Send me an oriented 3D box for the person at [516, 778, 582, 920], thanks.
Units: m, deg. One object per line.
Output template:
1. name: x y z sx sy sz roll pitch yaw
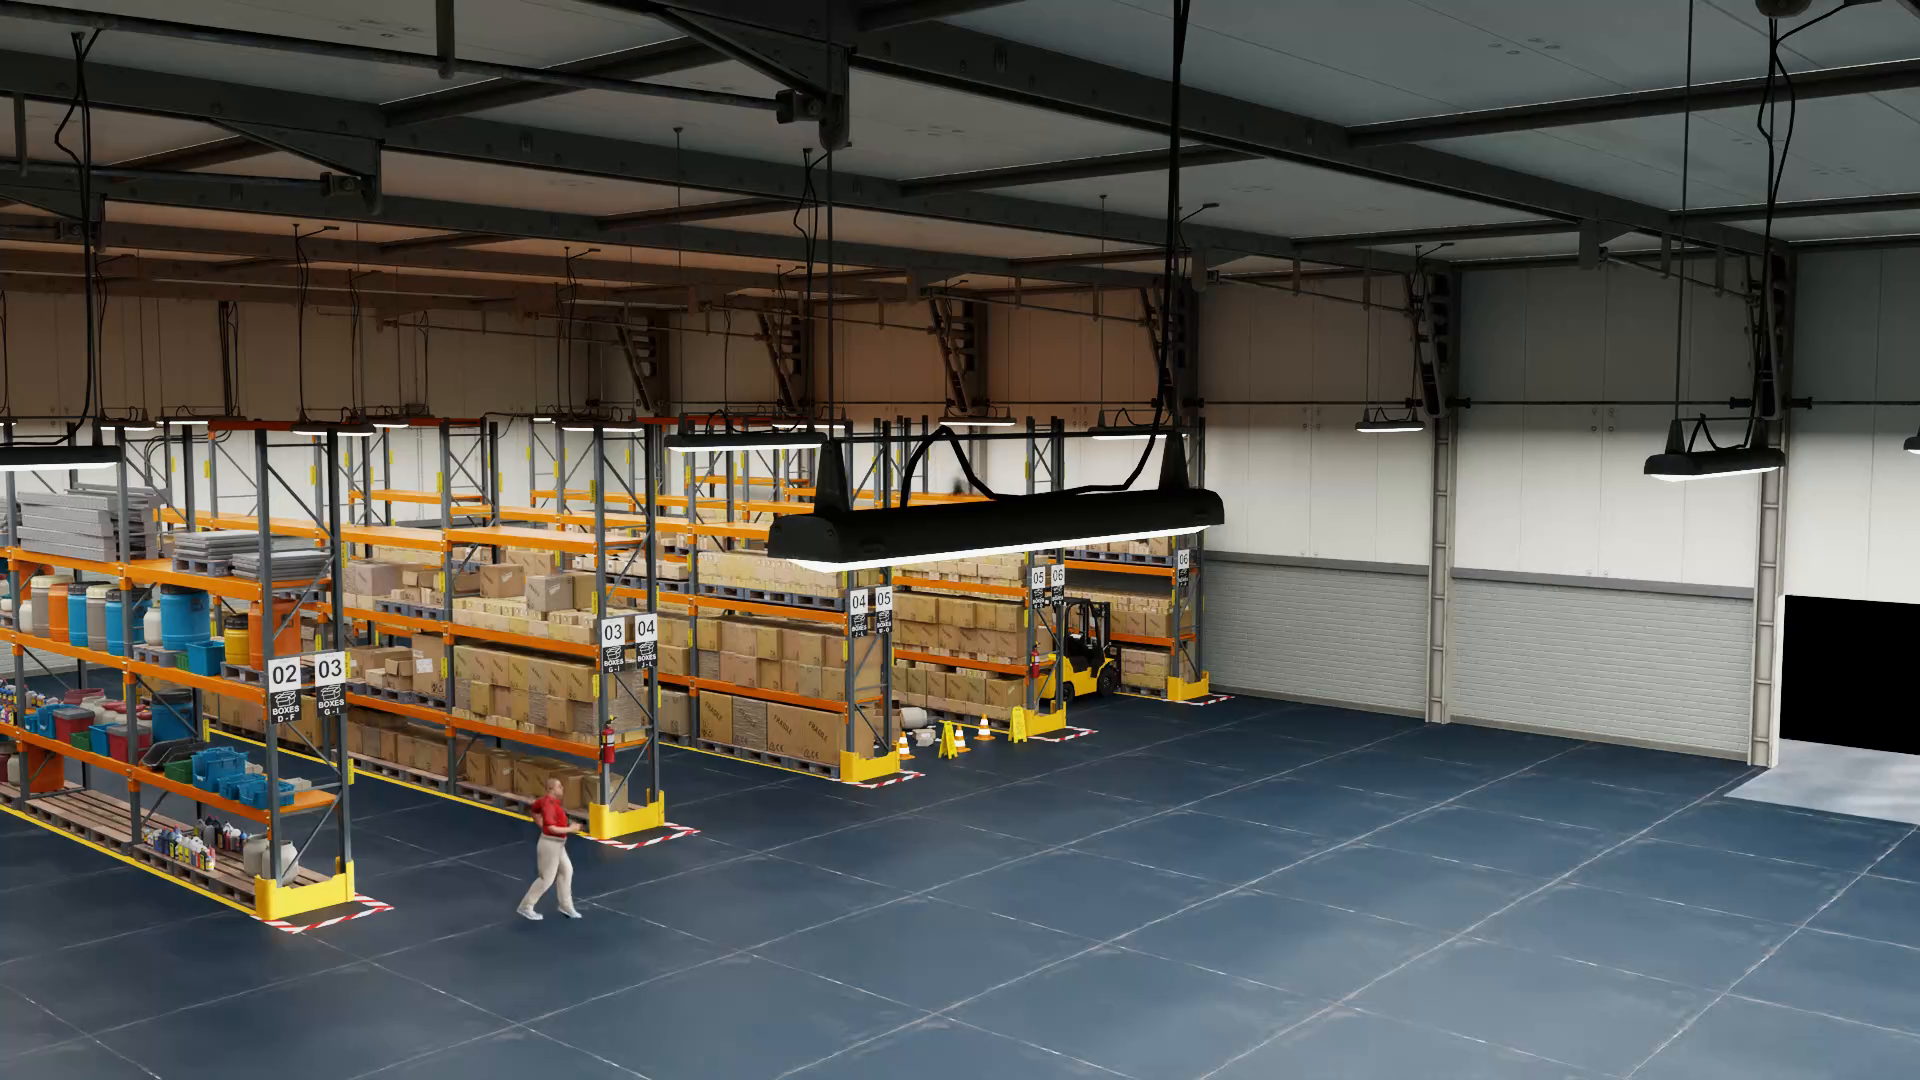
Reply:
1. person: -5.011 3.800 20.276 0.799 1.804 0.680 -1 5 -14

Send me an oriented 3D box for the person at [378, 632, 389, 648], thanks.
1. person: -13.754 2.232 39.832 0.529 1.593 0.649 -1 5 -11
